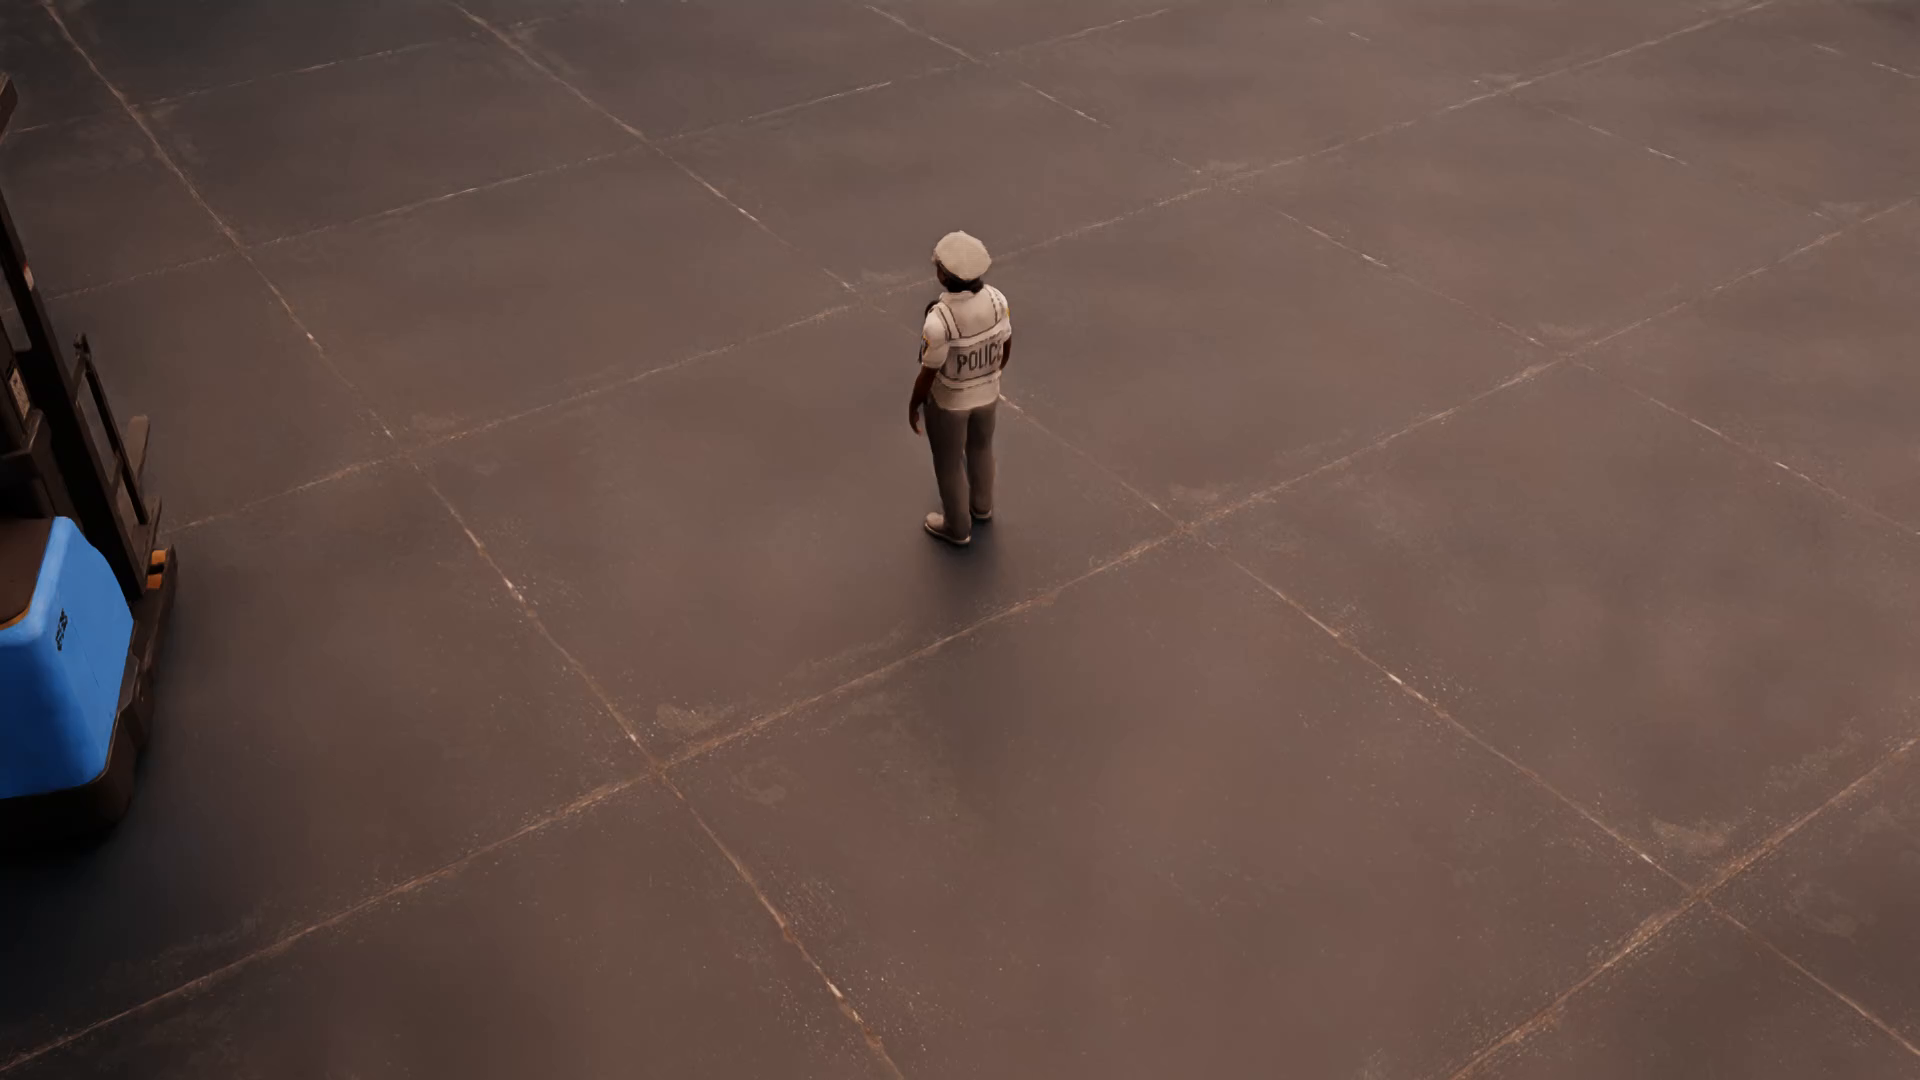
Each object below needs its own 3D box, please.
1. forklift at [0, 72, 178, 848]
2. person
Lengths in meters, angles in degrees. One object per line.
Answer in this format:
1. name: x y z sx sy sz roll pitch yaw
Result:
1. forklift: -4.292 -0.749 6.958 1.130 2.935 3.031 -9 37 -12
2. person: -0.028 -0.731 7.960 0.570 1.695 0.529 -23 42 -28
